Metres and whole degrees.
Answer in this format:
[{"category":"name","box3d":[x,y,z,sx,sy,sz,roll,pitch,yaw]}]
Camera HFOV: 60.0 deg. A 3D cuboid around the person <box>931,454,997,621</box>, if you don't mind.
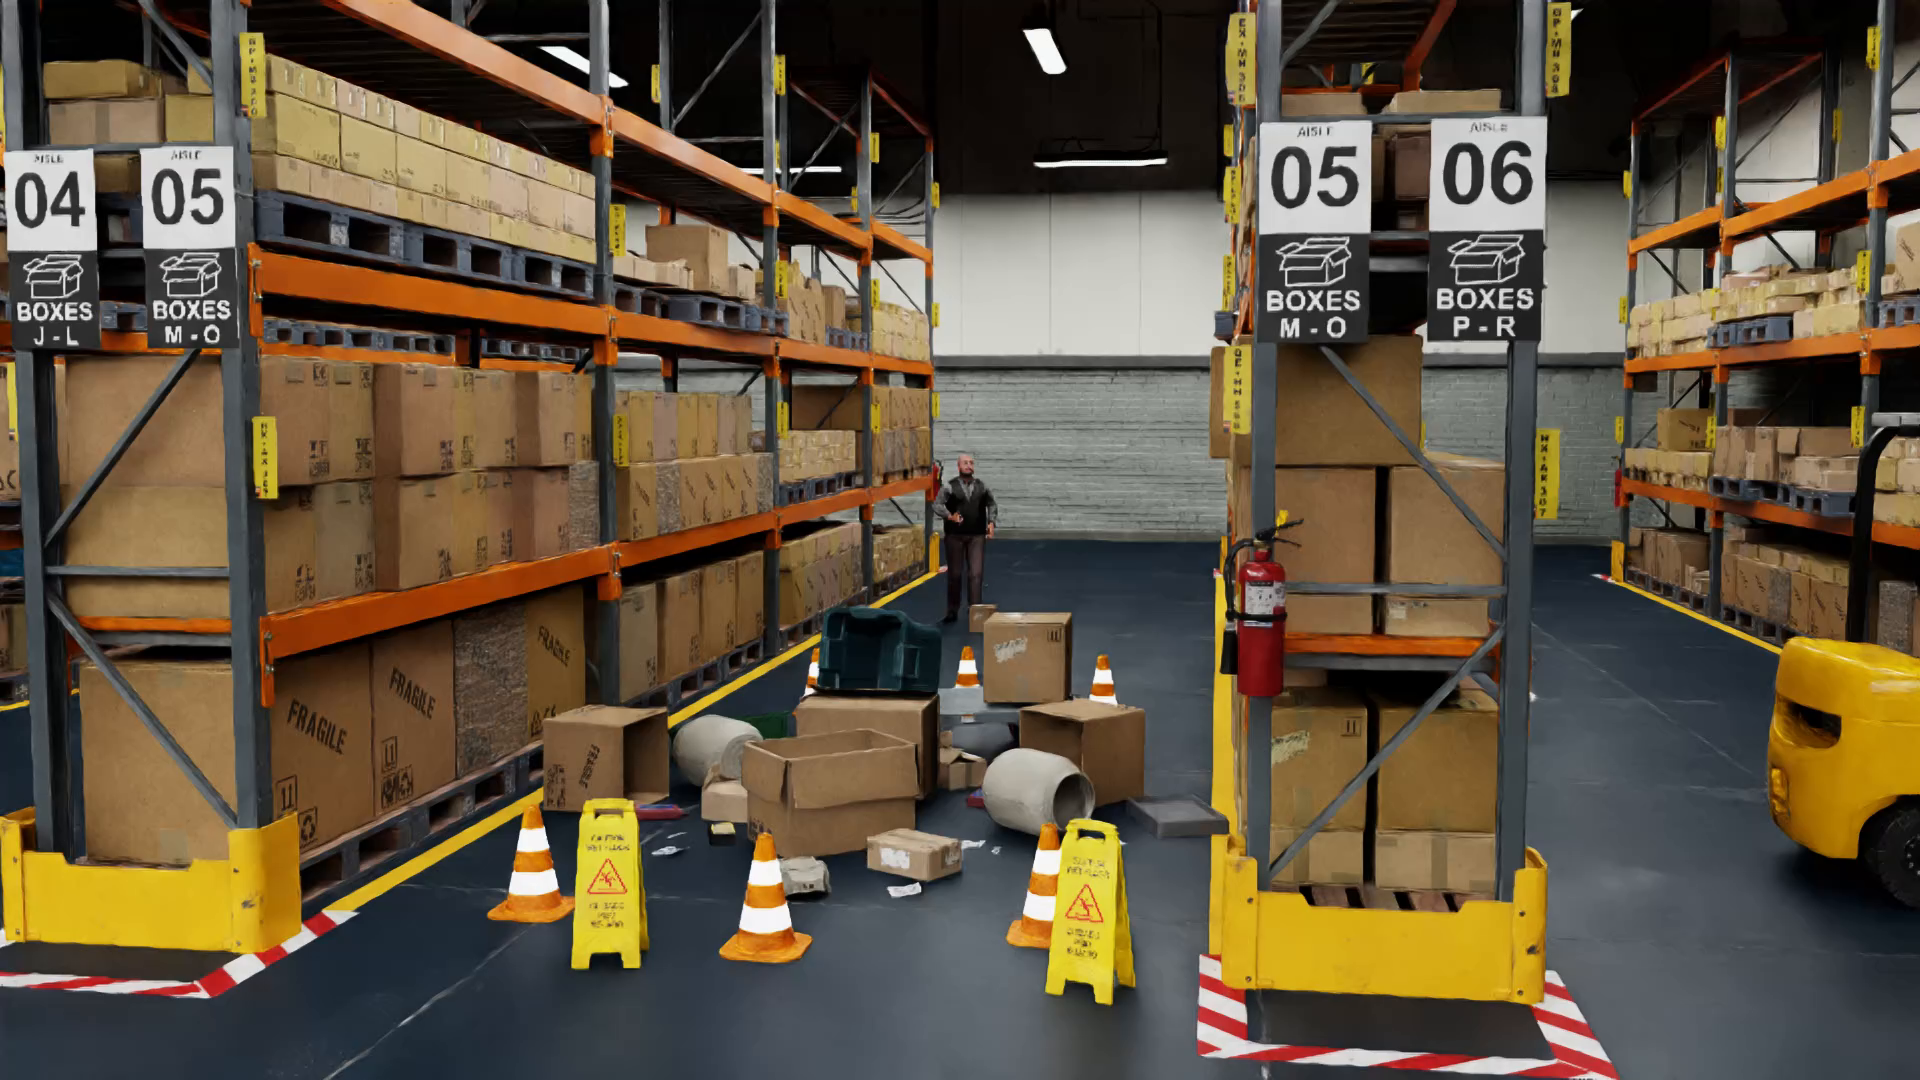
[{"category":"person","box3d":[0.078,-0.007,16.849,0.703,1.717,0.739,-1,4,-8]}]
